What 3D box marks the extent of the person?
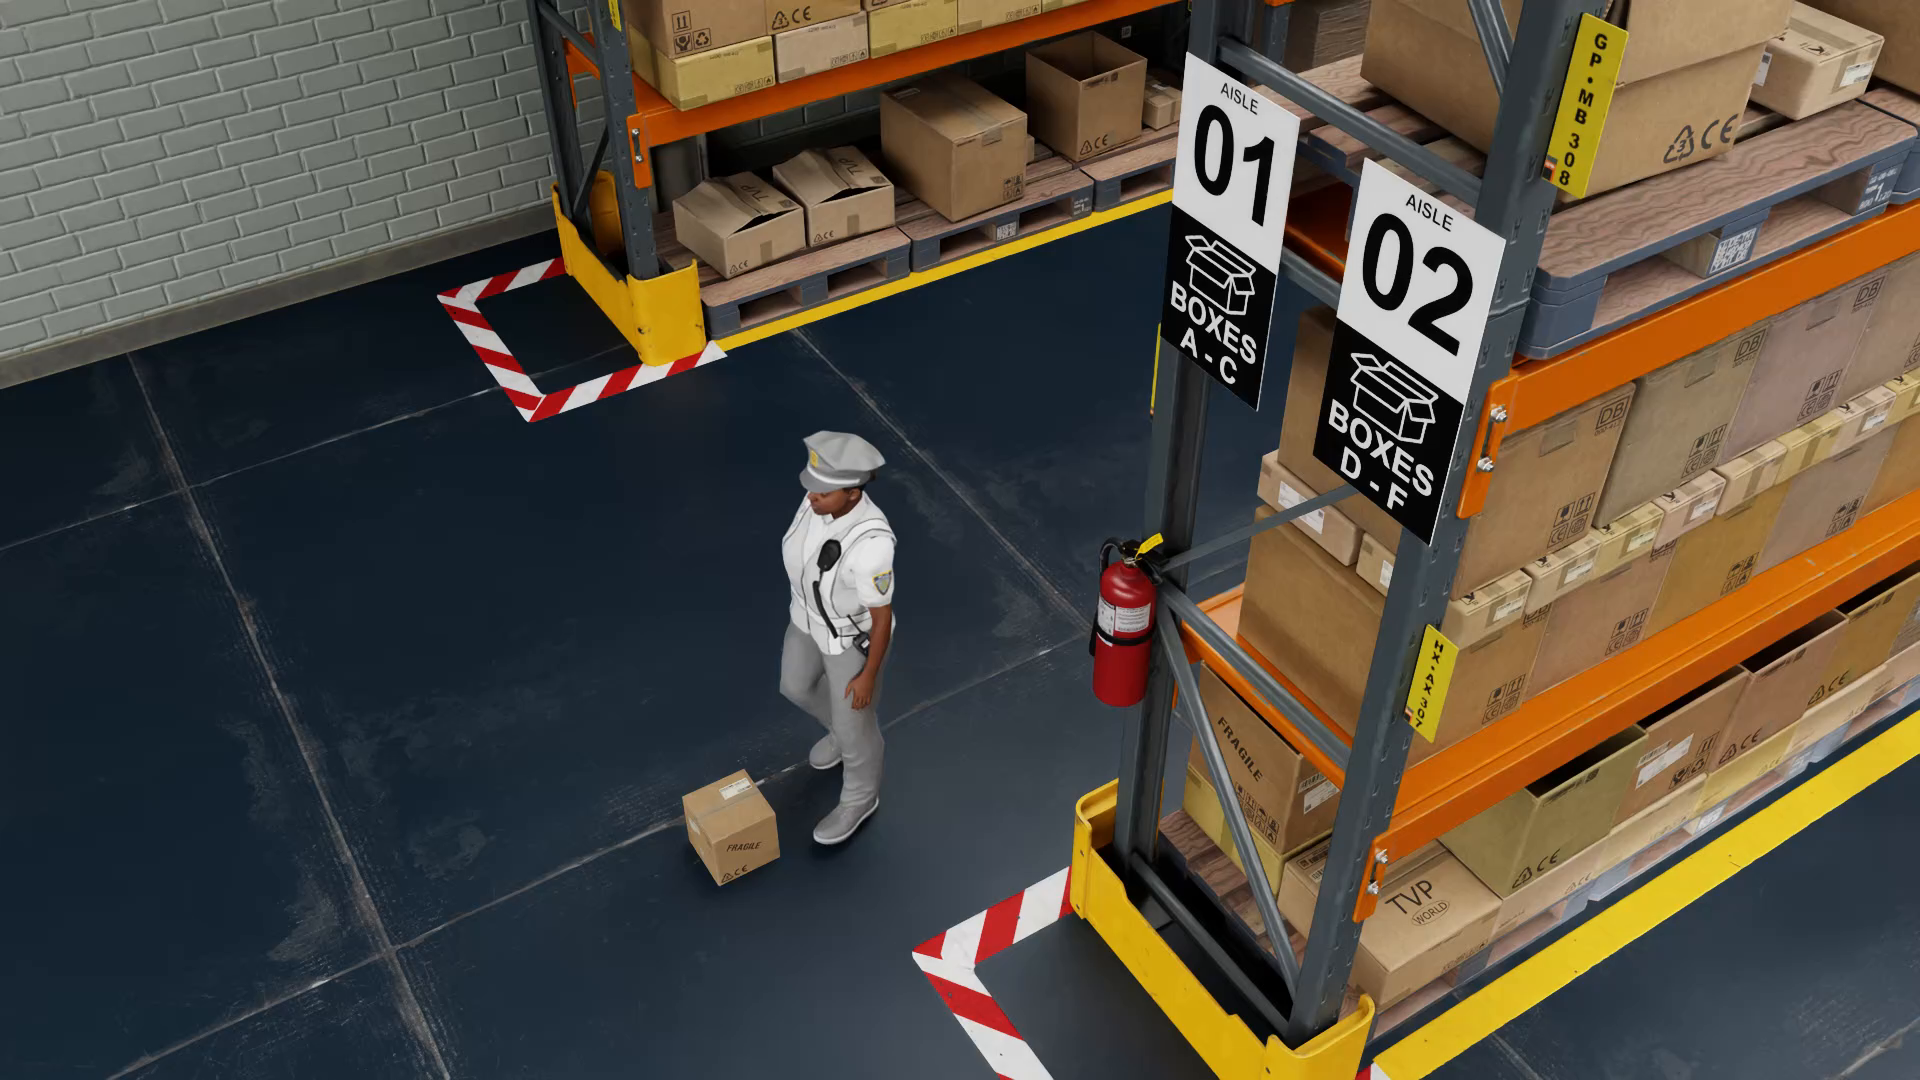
[{"bbox_3d":[-0.427,0.331,5.744,0.454,1.706,0.513,-27,48,-28],"label":"person"}]
